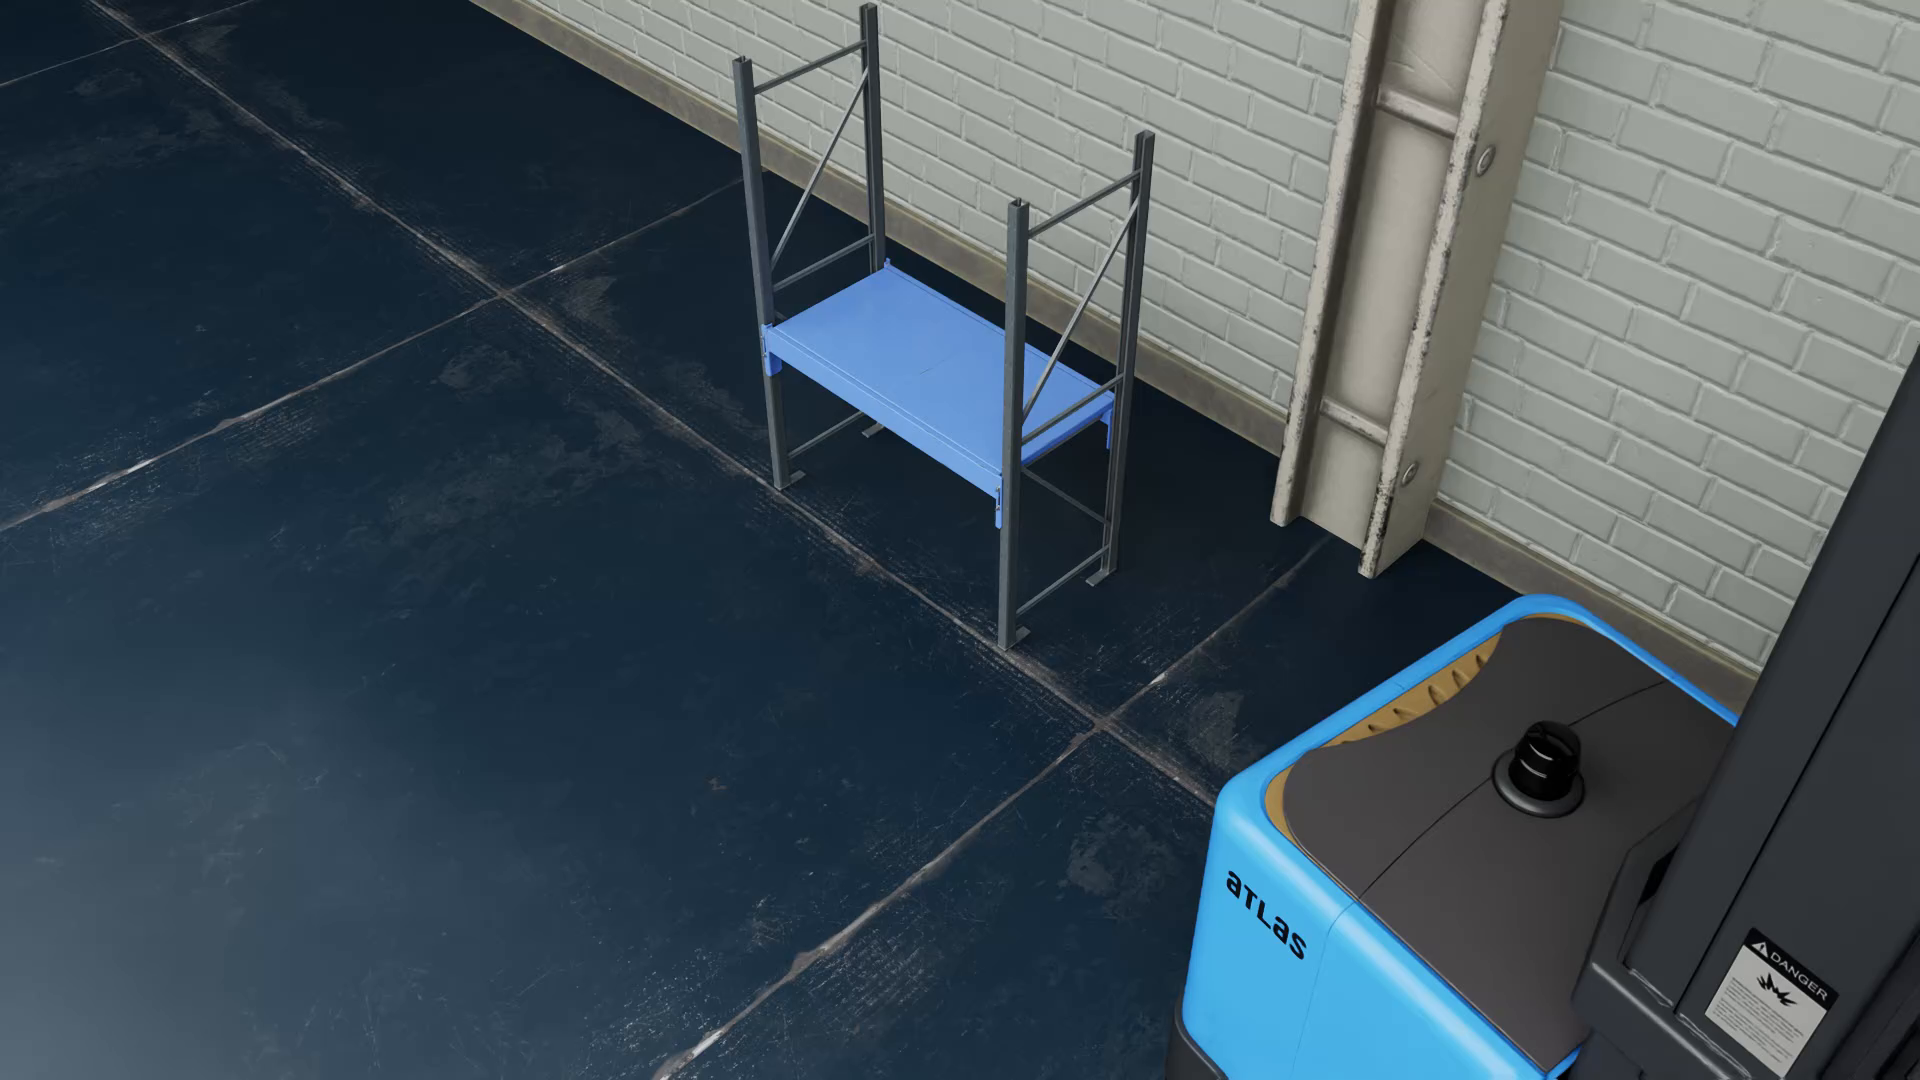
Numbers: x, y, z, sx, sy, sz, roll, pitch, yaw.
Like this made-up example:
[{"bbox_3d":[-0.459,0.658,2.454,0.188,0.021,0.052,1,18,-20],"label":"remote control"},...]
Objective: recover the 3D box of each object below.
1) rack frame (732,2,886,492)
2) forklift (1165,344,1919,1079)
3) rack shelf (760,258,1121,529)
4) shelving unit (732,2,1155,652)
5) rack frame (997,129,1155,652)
[{"bbox_3d":[-0.419,-0.836,5.050,0.500,1.500,0.032,-34,53,-31],"label":"rack frame"},{"bbox_3d":[1.748,0.802,2.223,1.130,2.935,3.031,-26,49,-26],"label":"forklift"},{"bbox_3d":[-0.060,-0.460,4.907,0.538,0.185,1.000,-34,53,-31],"label":"rack shelf"},{"bbox_3d":[-0.060,-0.592,4.785,0.538,1.500,1.048,-34,53,-31],"label":"shelving unit"},{"bbox_3d":[0.299,-0.348,4.521,0.500,1.500,0.032,-34,53,-31],"label":"rack frame"}]
